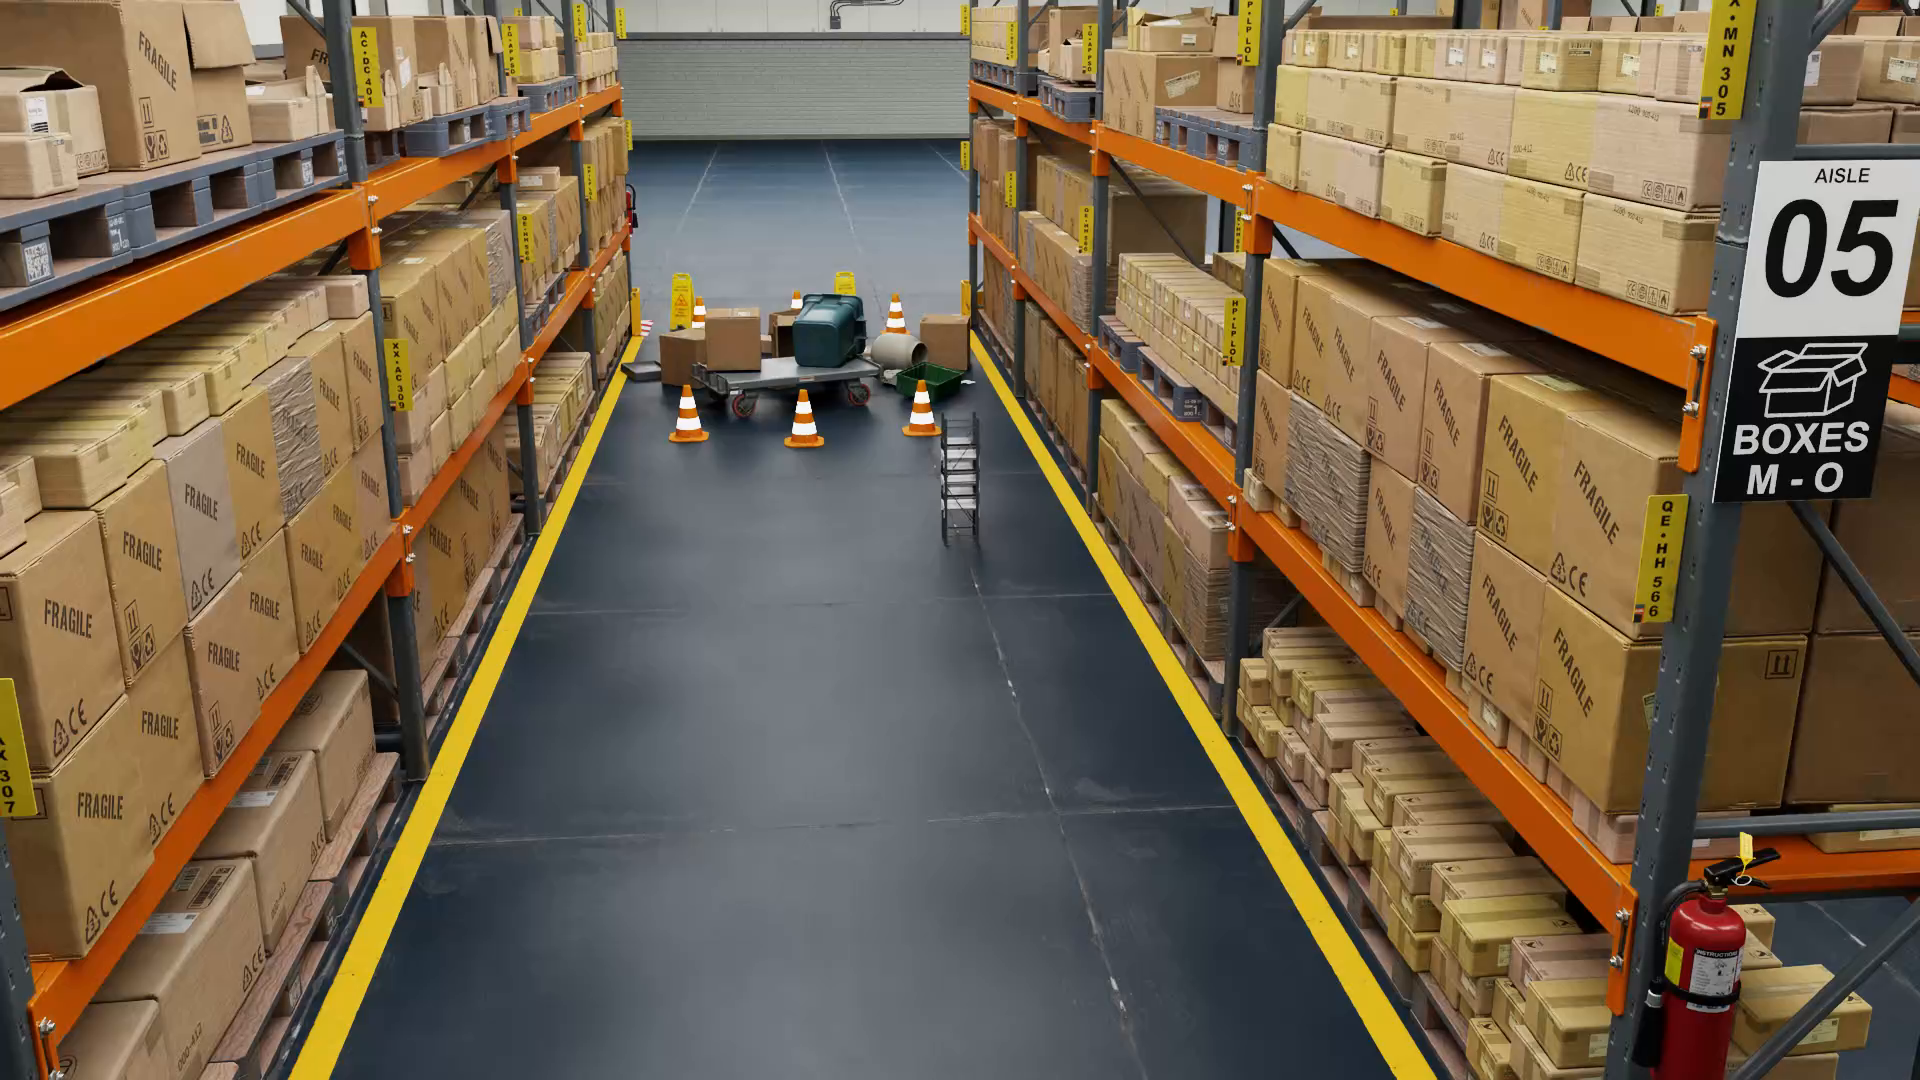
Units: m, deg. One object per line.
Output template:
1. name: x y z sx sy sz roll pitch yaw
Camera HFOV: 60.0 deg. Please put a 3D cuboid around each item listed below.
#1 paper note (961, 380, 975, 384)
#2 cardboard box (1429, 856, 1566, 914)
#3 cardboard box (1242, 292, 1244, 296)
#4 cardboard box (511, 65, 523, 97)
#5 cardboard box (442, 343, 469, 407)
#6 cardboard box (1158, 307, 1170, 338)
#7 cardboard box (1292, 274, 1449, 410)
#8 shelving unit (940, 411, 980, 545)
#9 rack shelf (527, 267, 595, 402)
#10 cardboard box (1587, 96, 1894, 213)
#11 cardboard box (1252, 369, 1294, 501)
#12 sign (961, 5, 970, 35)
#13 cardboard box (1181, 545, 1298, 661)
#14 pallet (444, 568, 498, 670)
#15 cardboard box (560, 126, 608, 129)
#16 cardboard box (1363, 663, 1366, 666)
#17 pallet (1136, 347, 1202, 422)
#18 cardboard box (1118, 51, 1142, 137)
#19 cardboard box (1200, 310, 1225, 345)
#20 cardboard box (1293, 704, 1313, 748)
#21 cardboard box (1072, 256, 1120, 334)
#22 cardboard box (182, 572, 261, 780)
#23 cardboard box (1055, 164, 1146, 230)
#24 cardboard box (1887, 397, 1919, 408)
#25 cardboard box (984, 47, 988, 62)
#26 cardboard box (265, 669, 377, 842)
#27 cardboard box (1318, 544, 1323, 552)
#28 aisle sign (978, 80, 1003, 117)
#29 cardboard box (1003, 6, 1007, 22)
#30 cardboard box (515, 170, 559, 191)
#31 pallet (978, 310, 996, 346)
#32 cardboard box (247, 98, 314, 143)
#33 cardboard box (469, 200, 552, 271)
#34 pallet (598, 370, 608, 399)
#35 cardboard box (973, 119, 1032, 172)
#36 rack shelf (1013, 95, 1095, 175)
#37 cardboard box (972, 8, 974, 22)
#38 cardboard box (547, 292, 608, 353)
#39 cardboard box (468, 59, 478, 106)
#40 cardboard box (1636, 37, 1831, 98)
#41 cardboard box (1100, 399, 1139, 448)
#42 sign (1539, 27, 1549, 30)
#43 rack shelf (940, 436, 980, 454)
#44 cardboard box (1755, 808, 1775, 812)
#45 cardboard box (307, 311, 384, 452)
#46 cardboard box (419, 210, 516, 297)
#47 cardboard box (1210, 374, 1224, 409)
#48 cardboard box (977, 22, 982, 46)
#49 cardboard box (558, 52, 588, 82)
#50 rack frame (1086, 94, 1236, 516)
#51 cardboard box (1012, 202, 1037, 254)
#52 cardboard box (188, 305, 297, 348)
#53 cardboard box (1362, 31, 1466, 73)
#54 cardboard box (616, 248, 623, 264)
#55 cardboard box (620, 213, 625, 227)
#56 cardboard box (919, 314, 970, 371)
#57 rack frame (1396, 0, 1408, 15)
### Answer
1. paper note: 0.055 -1.592 16.695 0.142 0.020 0.147 16 24 42
2. cardboard box: 1.870 1.237 5.795 0.380 0.149 0.250 -2 18 -8
3. cardboard box: 2.025 -1.501 10.671 0.380 0.149 0.250 -2 18 -6
4. cardboard box: -3.662 -3.395 12.302 0.797 0.503 0.637 -2 18 -6
5. cardboard box: -2.936 -0.881 8.893 0.500 0.250 0.500 -2 17 -5
6. cardboard box: 1.422 -1.332 10.135 0.380 0.149 0.250 -2 18 -6
7. cardboard box: 1.723 -0.823 6.957 0.500 0.500 0.500 -2 18 -7
8. shelving unit: 0.001 -0.427 11.535 0.258 0.900 0.210 -2 18 -6
9. rack shelf: -3.682 -1.713 13.328 1.077 0.370 4.000 -2 18 -6
10. cardboard box: 1.962 -0.988 4.224 0.500 0.250 0.500 -2 18 -7
11. cardboard box: 1.650 -0.486 7.555 0.500 0.500 0.500 -2 18 -7
12. sign: 0.060 -5.898 18.856 0.100 0.325 0.005 -2 18 -6
13. cardboard box: 1.523 0.327 9.098 0.500 0.500 0.500 -2 18 -7
14. pallet: -3.347 0.469 9.829 1.003 0.211 1.213 -2 18 -6
15. cardboard box: -3.918 -3.913 16.800 0.700 0.500 0.500 -2 18 -6
16. cardboard box: 2.199 0.650 8.161 0.380 0.149 0.250 -1 17 -5
17. pallet: 1.682 -0.964 10.059 1.003 0.211 1.213 -2 18 -6
18. cardboard box: 1.290 -2.796 10.399 0.500 0.500 0.500 -2 18 -6
19. cardboard box: 1.534 -1.165 9.106 0.380 0.149 0.250 -2 18 -6
20. cardboard box: 1.745 0.828 7.594 0.380 0.149 0.250 -2 18 -6
21. cardboard box: 1.124 -1.817 12.291 0.500 0.500 0.500 -2 18 -6
22. cardboard box: -2.529 0.421 5.161 0.500 0.500 0.500 -2 18 -6
23. cardboard box: 1.189 -2.909 14.098 0.700 0.500 0.500 -2 18 -5
24. cardboard box: 6.516 -0.482 11.049 1.225 0.875 0.875 -2 18 -5
25. cardboard box: 0.459 -5.099 17.453 0.380 0.149 0.250 -2 18 -6
26. cardboard box: -3.105 0.943 7.241 0.875 0.438 0.875 -2 18 -6
27. cardboard box: 1.756 -0.004 7.102 0.380 0.149 0.250 -3 18 -8
28. aisle sign: 0.306 -5.279 19.146 0.394 0.787 0.004 -2 18 -6
29. cardboard box: 0.619 -5.025 15.886 0.380 0.149 0.250 -2 18 -6
30. cardboard box: -3.481 -2.936 13.572 0.380 0.149 0.250 -3 18 -8
31. pallet: 0.772 -2.461 19.164 1.003 0.211 1.213 -2 18 -6
32. cardboard box: -2.652 -1.569 6.211 0.380 0.149 0.250 -1 17 -4
33. cardboard box: -3.414 -2.305 12.647 0.500 0.500 0.500 -1 17 -5
34. pallet: -3.993 -1.521 16.170 1.003 0.211 1.213 -2 18 -6
35. cardboard box: 0.612 -4.502 18.957 0.875 0.550 0.550 -2 18 -6
36. rack shelf: 1.231 -3.328 13.462 1.077 0.370 4.000 -2 18 -6
37. cardboard box: 0.330 -5.858 18.540 0.380 0.149 0.250 -2 17 -5
38. cardboard box: -3.681 -2.083 15.941 0.500 0.500 0.500 -1 17 -3
39. cardboard box: -2.986 -2.629 9.558 0.396 0.266 0.258 -2 18 -7
40. cardboard box: 1.987 -1.214 4.280 0.380 0.149 0.250 -2 17 -5
41. cardboard box: 1.268 -0.796 11.426 0.500 0.250 0.500 -3 18 -8
42. sign: 5.430 -4.617 15.506 0.100 0.325 0.005 -2 18 -6
43. rack shelf: 0.001 -0.653 11.464 0.258 0.077 0.200 -2 18 -6
44. cardboard box: 2.488 0.678 4.928 0.380 0.149 0.250 -1 17 -4
45. cardboard box: -2.740 -0.662 6.941 0.500 0.500 0.500 -2 18 -6
46. cardboard box: -3.162 -1.840 10.693 0.500 0.500 0.500 -2 18 -7
47. cardboard box: 1.561 -0.796 8.925 0.380 0.149 0.250 -2 18 -6
48. cardboard box: 0.460 -5.474 17.983 0.500 0.250 0.500 -2 18 -6
49. cardboard box: -3.662 -4.294 15.091 0.500 0.250 0.500 -2 18 -7
50. rack frame: 1.437 -1.644 11.905 1.000 3.000 0.127 -2 18 -6
51. cardboard box: 0.975 -3.017 16.028 0.875 0.550 0.550 -2 18 -6
52. cardboard box: -2.736 -0.790 6.266 0.380 0.149 0.250 -2 18 -6
53. cardboard box: 1.745 -1.836 6.259 0.380 0.149 0.250 -2 18 -7
54. cardboard box: -3.854 -3.062 17.977 0.380 0.149 0.250 -1 17 -4
55. cardboard box: -3.913 -3.548 18.389 0.380 0.149 0.250 -2 18 -6
56. cardboard box: -0.156 -2.075 17.447 0.500 0.500 0.500 1 17 4
57. rack frame: 5.556 -7.013 18.991 1.000 3.000 0.127 -2 18 -6
